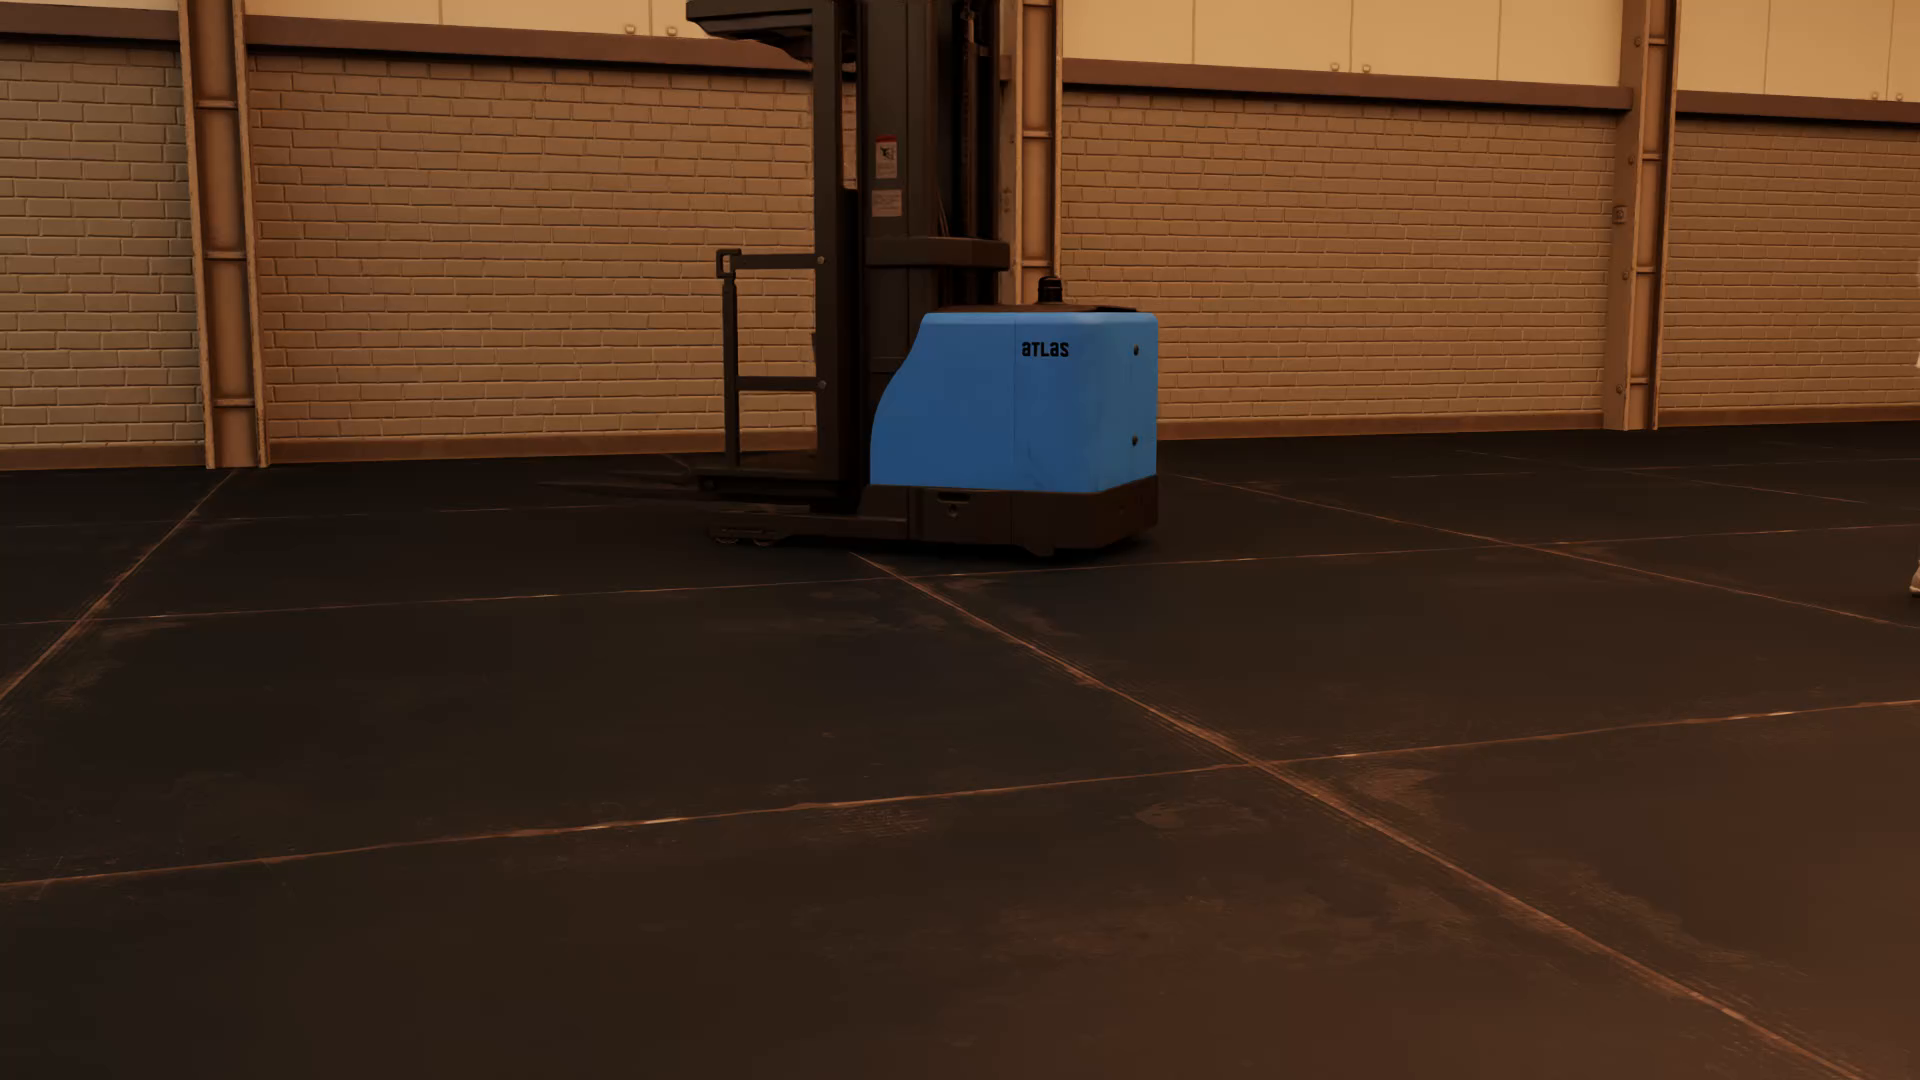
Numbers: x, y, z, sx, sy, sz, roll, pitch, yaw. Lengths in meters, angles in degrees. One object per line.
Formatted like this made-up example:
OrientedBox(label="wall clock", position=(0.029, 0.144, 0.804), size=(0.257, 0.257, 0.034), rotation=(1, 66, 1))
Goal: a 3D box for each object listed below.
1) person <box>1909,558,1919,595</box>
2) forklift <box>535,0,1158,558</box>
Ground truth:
OrientedBox(label="person", position=(3.806, -0.558, 6.123), size=(0.461, 1.694, 0.859), rotation=(3, 8, 22))
OrientedBox(label="forklift", position=(-0.621, -1.481, 7.935), size=(3.031, 2.935, 1.130), rotation=(3, 8, 23))
